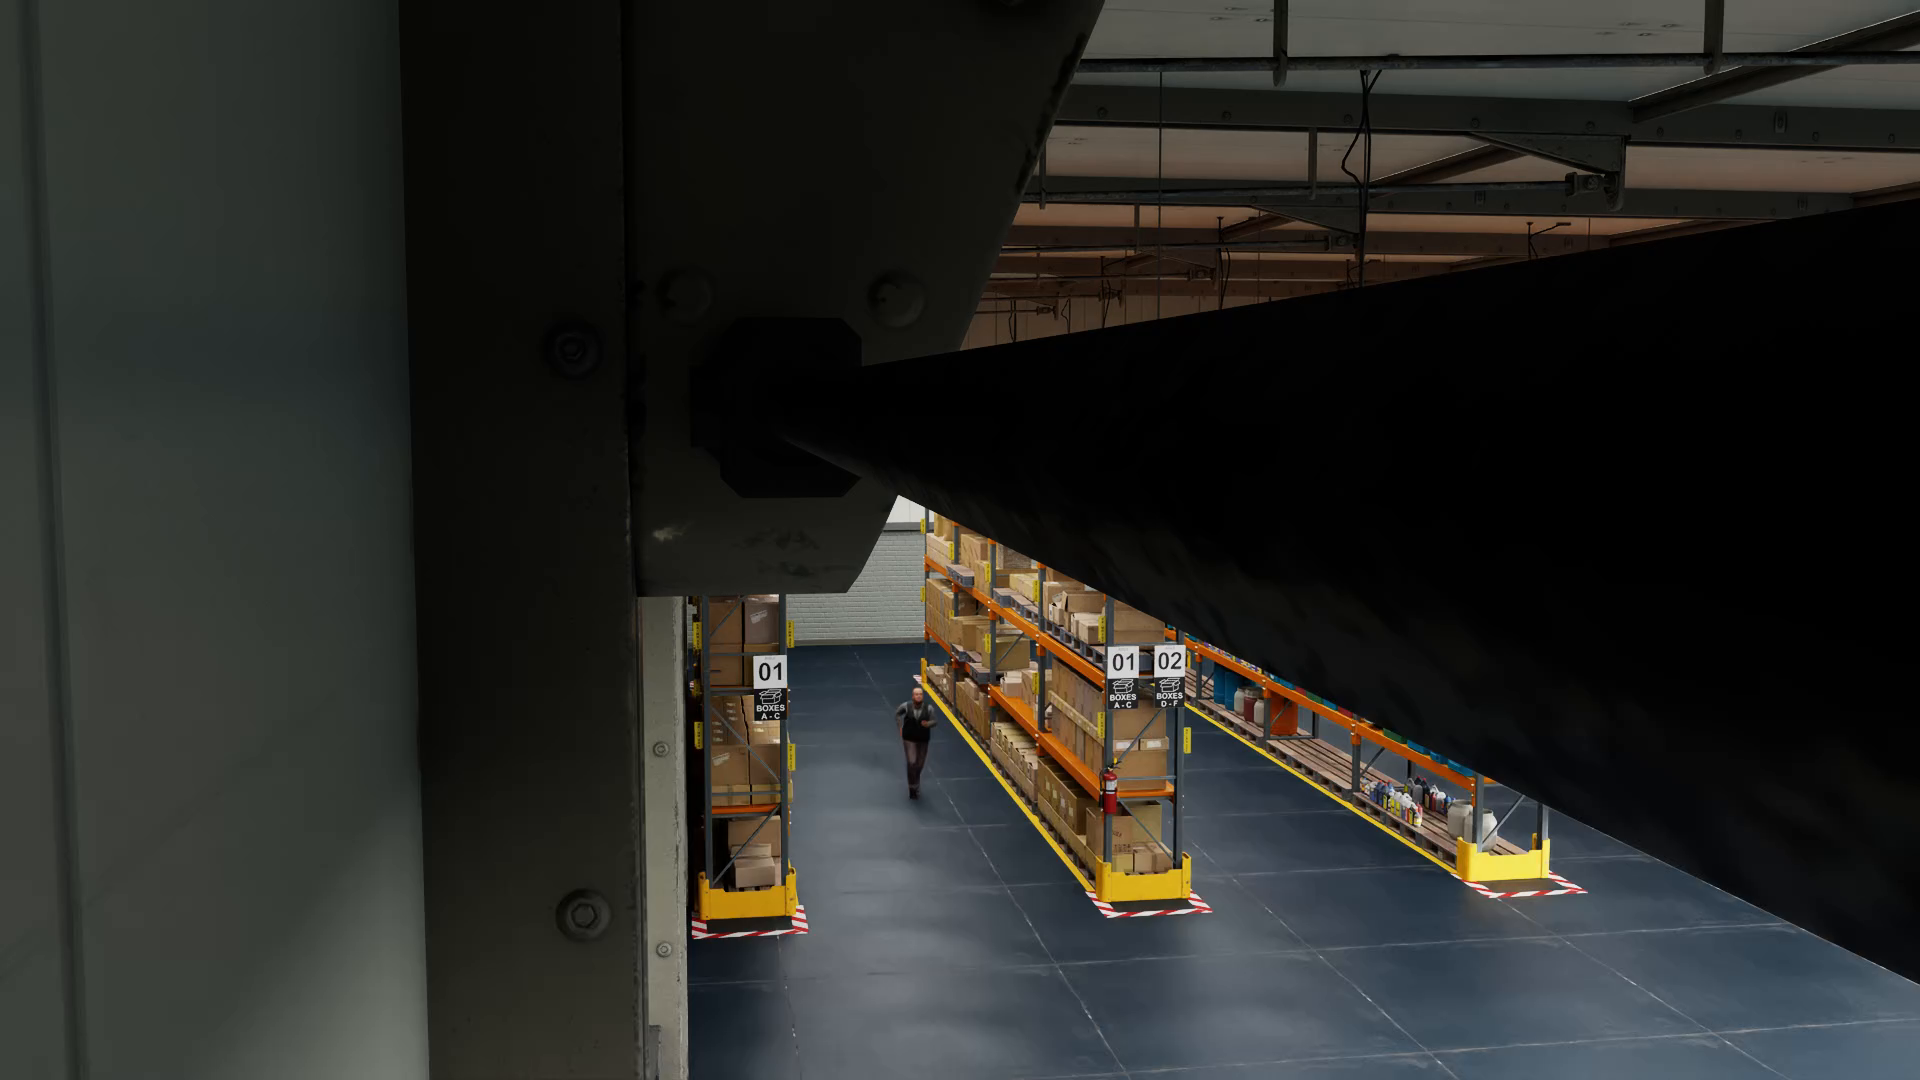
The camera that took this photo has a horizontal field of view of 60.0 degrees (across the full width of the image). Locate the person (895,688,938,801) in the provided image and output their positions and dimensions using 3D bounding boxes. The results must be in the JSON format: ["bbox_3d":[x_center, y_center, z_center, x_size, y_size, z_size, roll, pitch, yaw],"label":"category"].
[{"bbox_3d":[-0.681,3.195,26.175,0.633,1.781,0.814,-1,5,-12],"label":"person"}]
